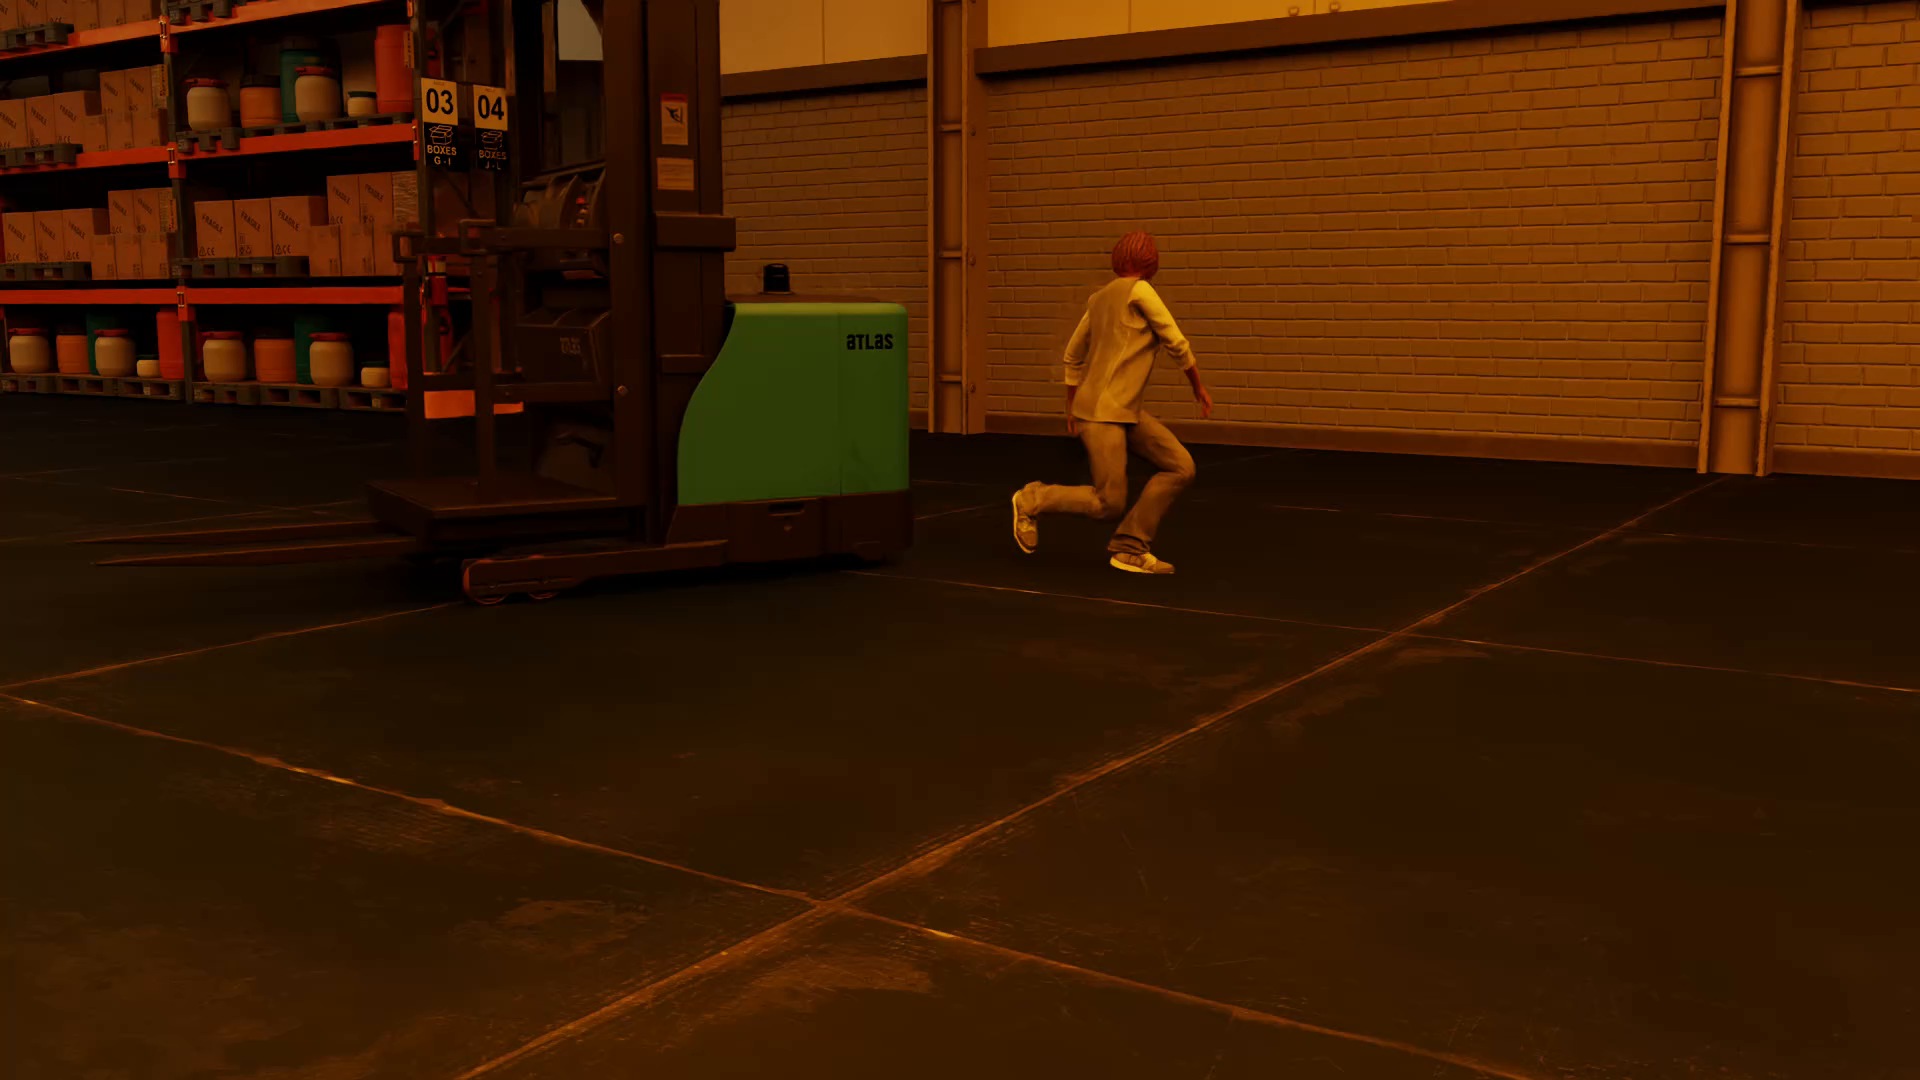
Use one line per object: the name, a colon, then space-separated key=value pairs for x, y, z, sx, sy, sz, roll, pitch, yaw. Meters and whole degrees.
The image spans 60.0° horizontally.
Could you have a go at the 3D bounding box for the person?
person: x=0.609 y=-0.551 z=6.733 sx=0.809 sy=1.385 sz=0.539 roll=2 pitch=8 yaw=10

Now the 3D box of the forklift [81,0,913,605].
forklift: x=-1.722 y=-1.303 z=6.355 sx=3.031 sy=2.935 sz=1.130 roll=-5 pitch=9 yaw=-31
